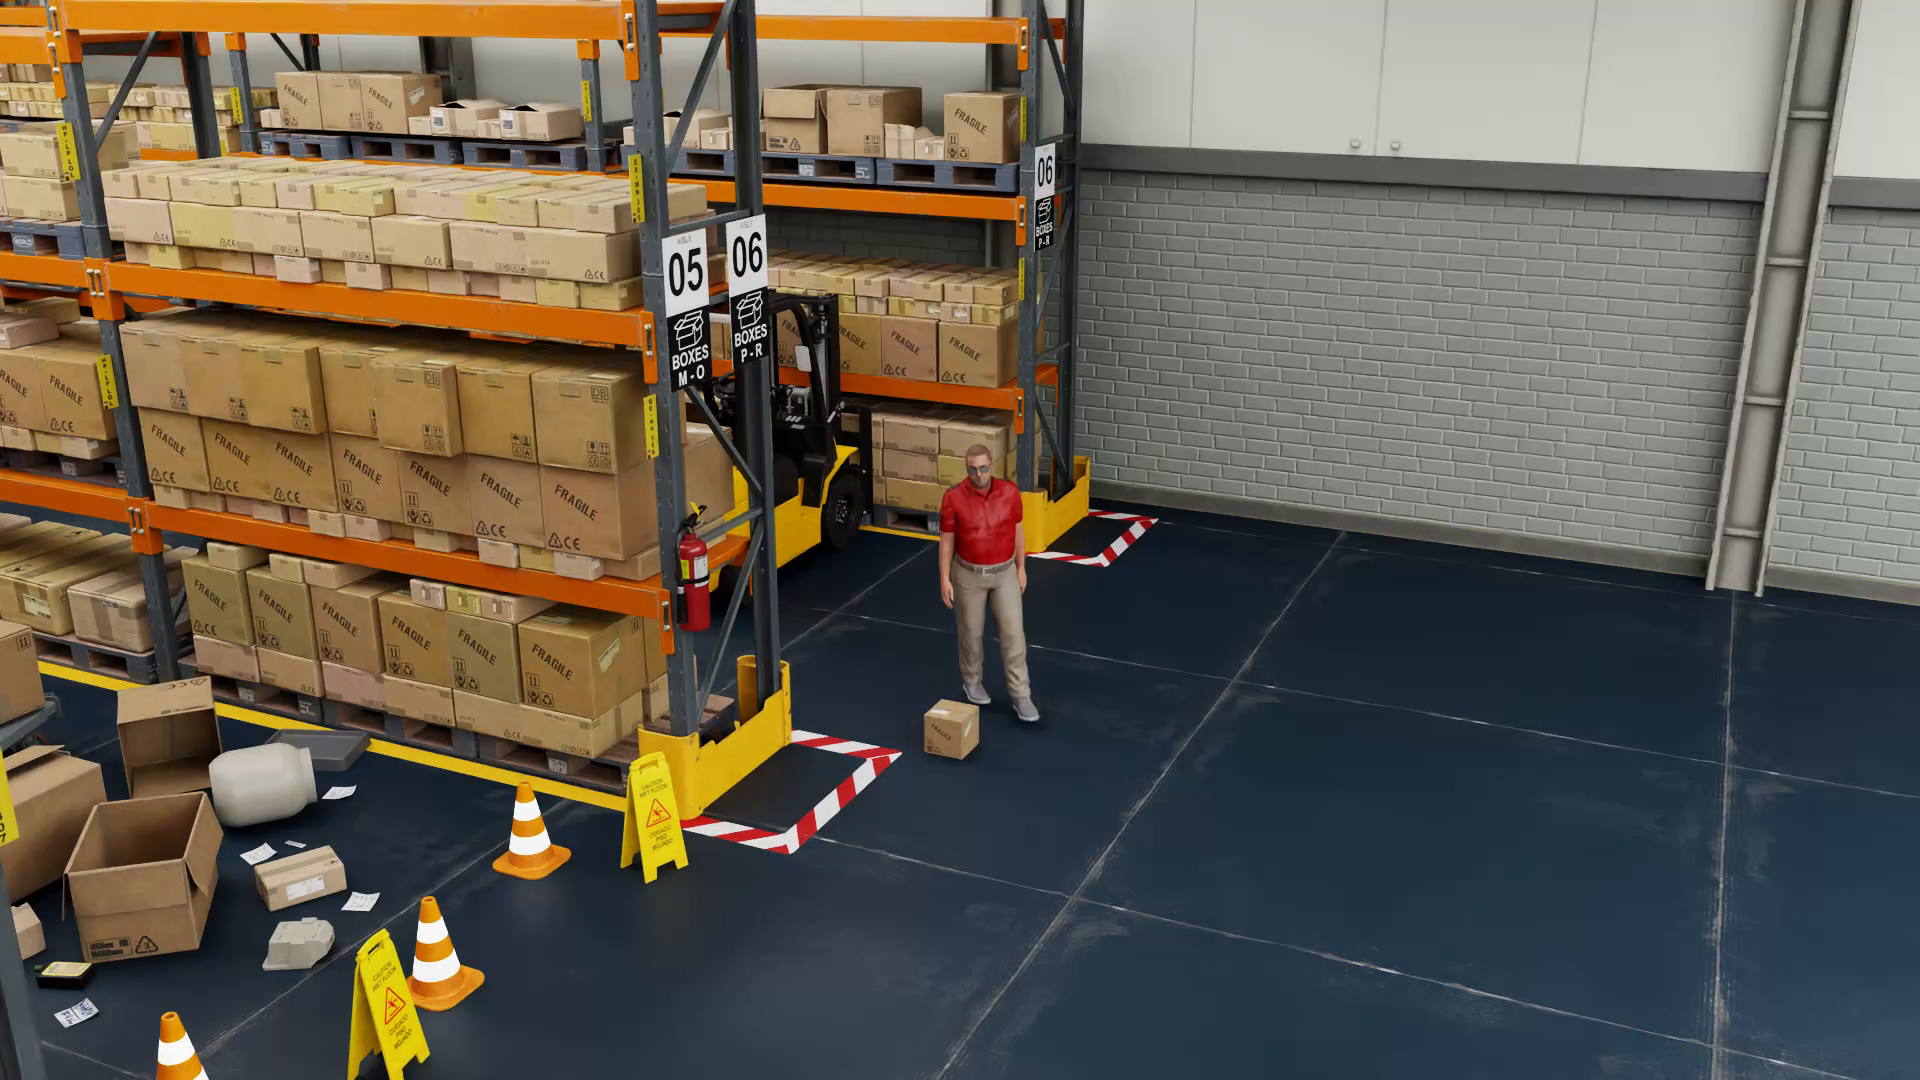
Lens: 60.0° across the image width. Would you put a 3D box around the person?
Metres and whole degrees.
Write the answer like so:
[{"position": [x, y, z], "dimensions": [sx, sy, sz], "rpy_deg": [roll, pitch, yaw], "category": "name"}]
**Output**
[{"position": [0.180, 0.266, 10.278], "dimensions": [0.575, 1.708, 0.737], "rpy_deg": [-4, 19, -11], "category": "person"}]
